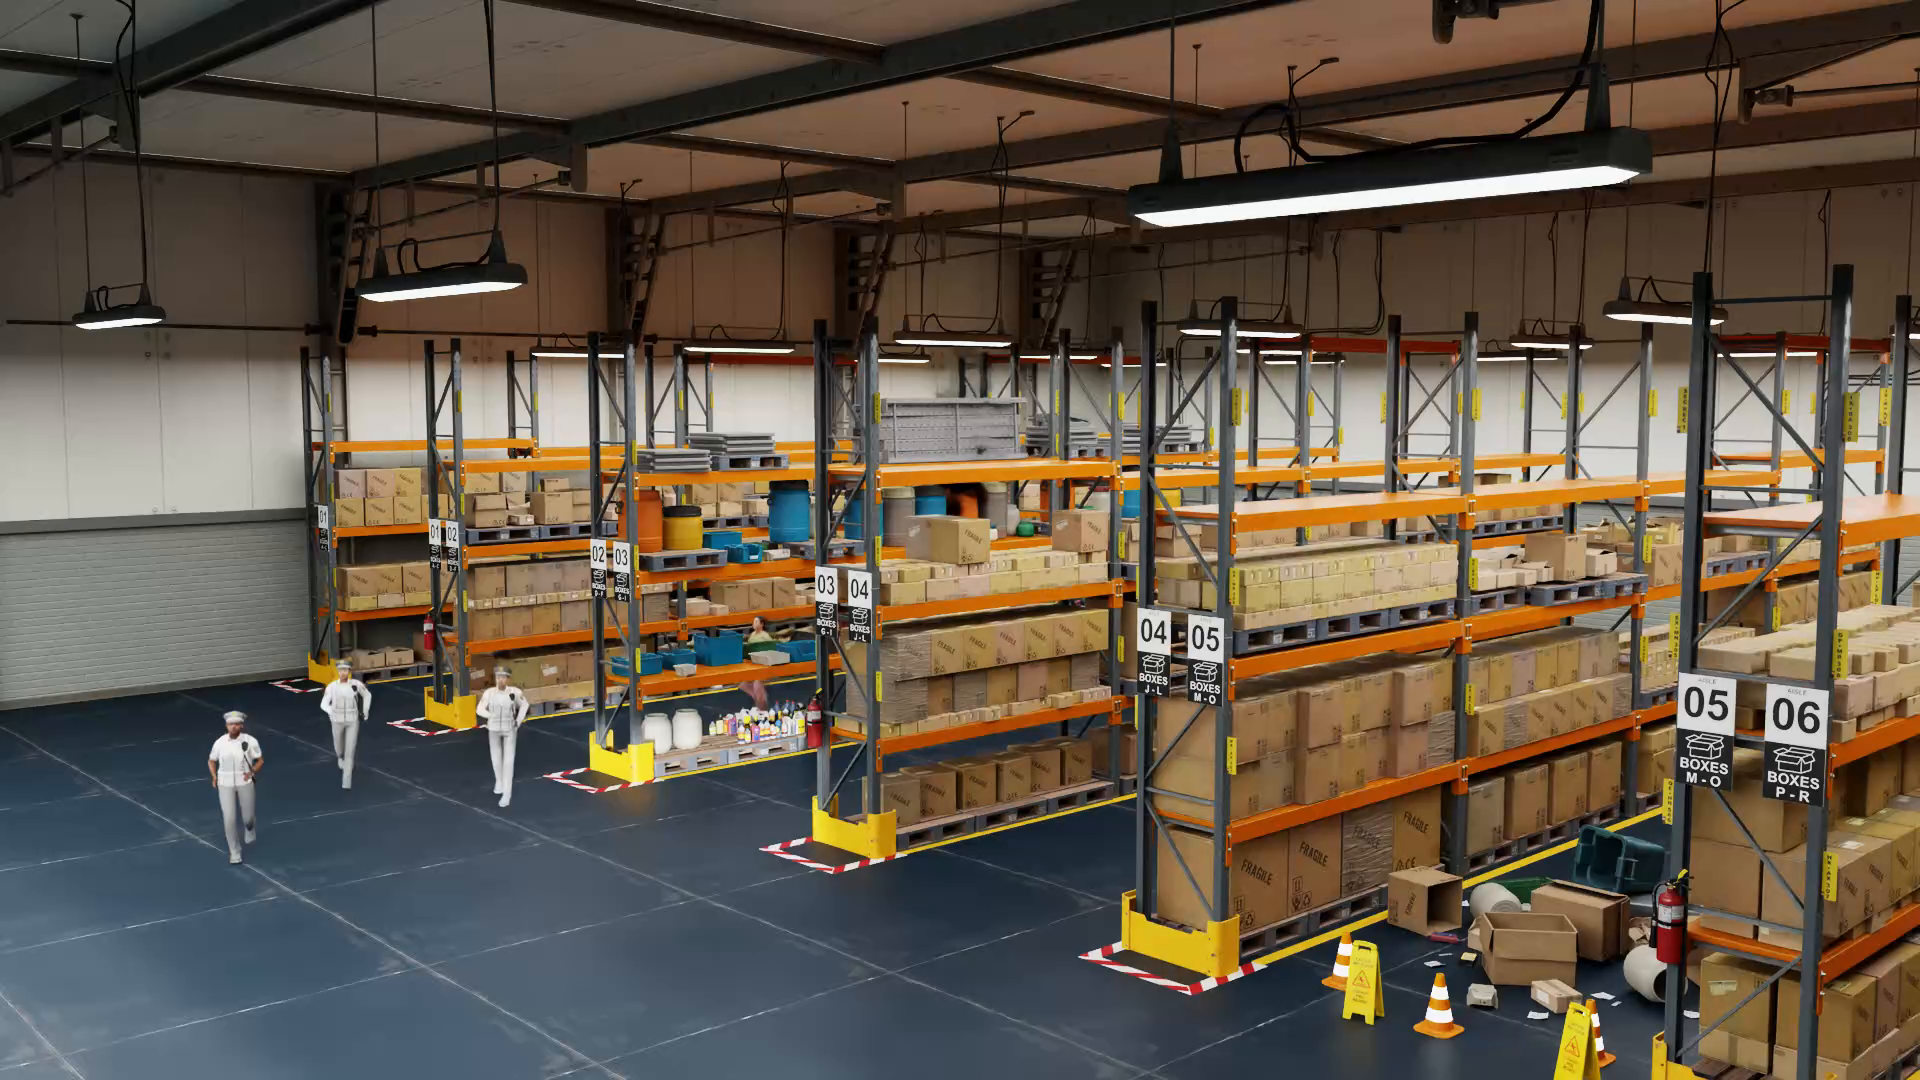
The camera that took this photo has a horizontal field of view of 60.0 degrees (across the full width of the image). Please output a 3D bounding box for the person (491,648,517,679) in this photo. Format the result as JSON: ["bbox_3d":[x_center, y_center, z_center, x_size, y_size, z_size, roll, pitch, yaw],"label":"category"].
[{"bbox_3d":[-7.778,1.837,28.458,0.614,1.624,0.918,5,7,43],"label":"person"}]

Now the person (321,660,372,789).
[{"bbox_3d":[-8.100,2.397,21.964,0.630,1.656,0.949,-2,5,-17],"label":"person"}]

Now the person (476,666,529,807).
[{"bbox_3d":[-5.822,2.452,21.130,0.616,1.734,0.810,0,5,-5],"label":"person"}]

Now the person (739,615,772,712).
[{"bbox_3d":[-3.263,2.010,26.616,0.580,1.624,0.531,4,7,39],"label":"person"}]

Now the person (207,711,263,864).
[{"bbox_3d":[-8.054,2.718,18.492,0.581,1.643,0.681,-2,5,-18],"label":"person"}]
